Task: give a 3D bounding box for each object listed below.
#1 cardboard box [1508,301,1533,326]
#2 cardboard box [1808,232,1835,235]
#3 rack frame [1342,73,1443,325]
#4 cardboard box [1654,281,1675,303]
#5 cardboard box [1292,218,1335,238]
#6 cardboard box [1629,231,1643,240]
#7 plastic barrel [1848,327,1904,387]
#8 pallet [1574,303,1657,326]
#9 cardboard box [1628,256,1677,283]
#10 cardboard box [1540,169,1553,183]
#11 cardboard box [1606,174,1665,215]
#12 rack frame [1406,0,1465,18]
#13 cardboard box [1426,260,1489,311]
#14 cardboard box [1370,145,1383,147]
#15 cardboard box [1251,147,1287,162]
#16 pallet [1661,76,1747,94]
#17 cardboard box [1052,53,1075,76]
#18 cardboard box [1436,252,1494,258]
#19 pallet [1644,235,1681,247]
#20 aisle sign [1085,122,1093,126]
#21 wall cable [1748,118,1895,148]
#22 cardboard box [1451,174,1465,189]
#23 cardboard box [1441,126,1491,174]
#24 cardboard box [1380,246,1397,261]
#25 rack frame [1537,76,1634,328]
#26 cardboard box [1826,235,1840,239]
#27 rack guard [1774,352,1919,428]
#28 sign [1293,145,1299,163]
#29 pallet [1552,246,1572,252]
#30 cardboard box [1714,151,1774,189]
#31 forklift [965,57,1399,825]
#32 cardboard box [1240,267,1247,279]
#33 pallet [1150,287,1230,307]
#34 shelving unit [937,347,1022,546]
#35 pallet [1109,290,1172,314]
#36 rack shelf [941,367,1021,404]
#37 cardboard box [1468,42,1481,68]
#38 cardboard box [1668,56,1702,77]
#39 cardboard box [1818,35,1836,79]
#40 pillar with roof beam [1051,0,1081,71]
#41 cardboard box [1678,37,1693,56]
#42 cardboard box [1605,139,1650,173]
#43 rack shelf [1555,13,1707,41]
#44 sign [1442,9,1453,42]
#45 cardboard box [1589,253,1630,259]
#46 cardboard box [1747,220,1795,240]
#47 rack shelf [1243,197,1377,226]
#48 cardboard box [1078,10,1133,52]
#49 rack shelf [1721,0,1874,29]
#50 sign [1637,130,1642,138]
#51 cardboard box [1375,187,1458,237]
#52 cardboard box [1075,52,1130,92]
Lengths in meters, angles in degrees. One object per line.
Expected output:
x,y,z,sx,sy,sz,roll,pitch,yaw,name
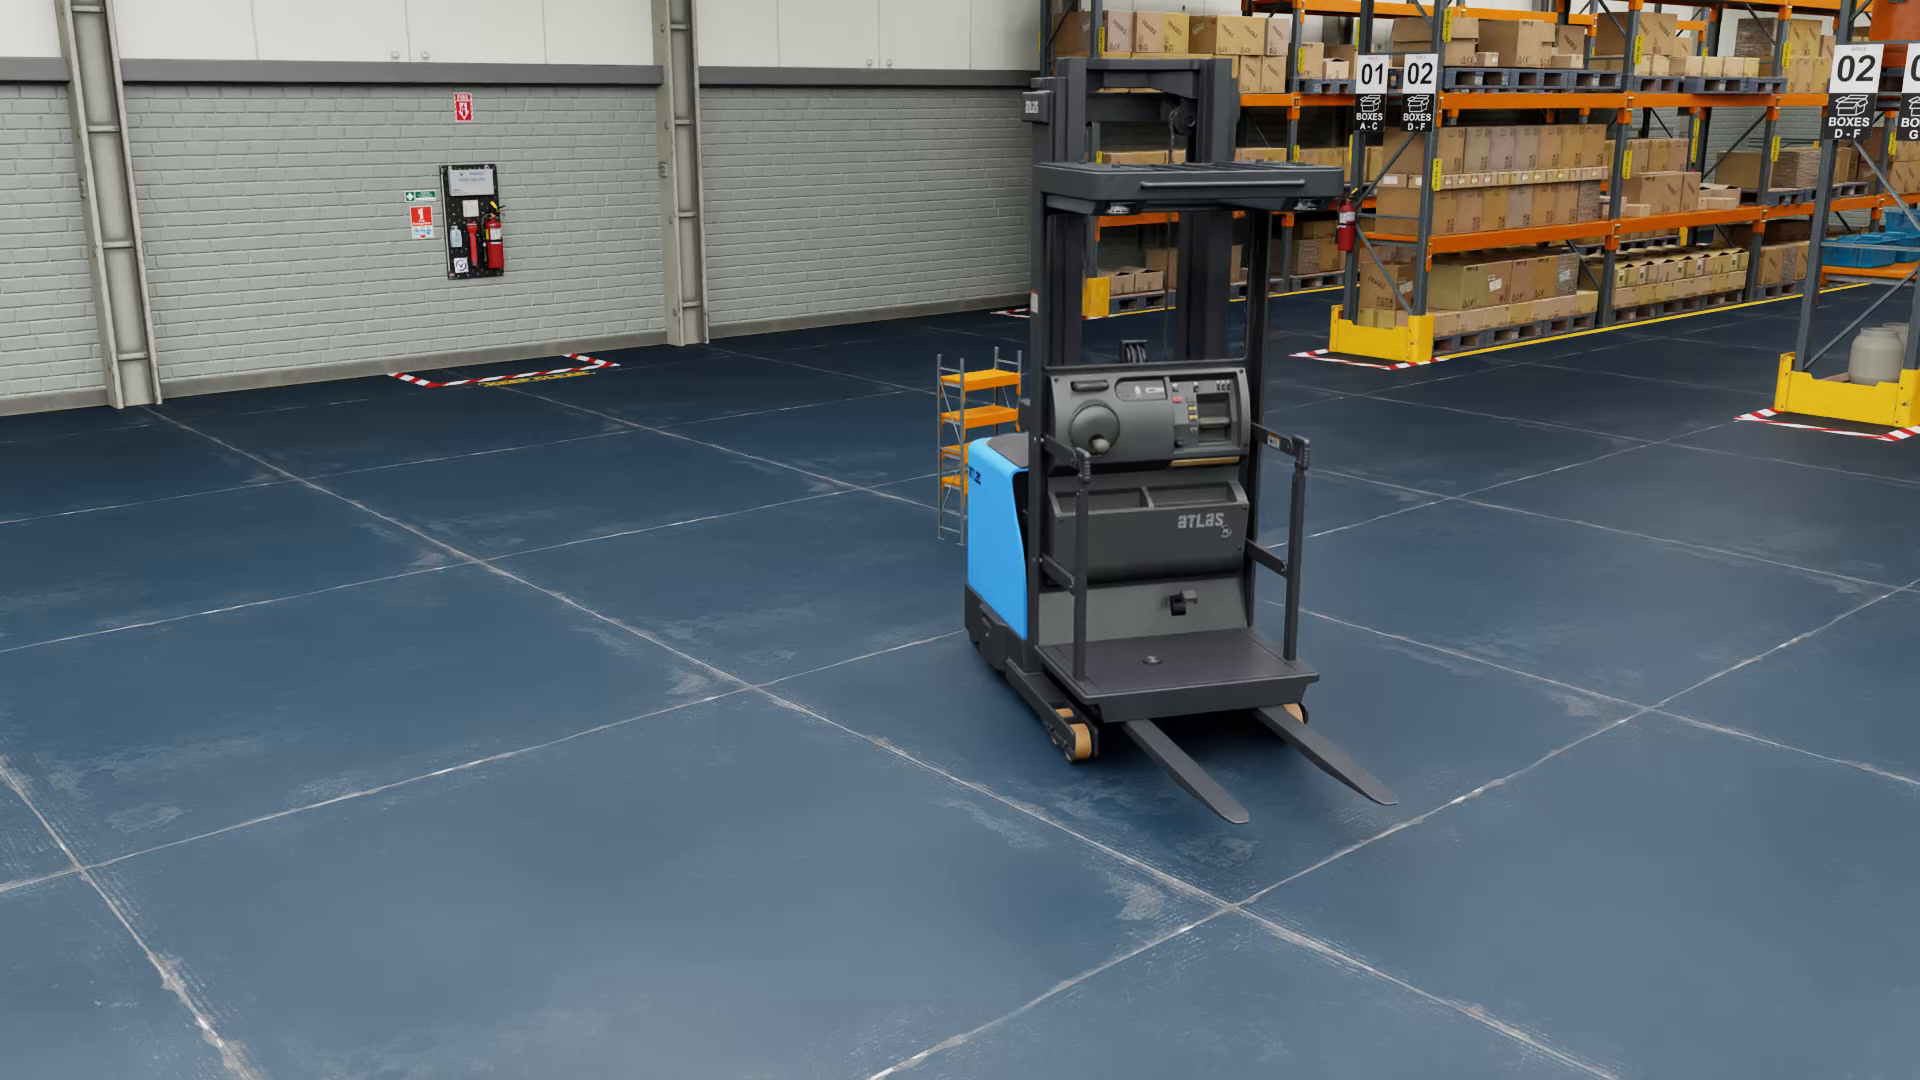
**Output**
6.344,-2.676,19.471,0.500,0.250,0.500,-13,19,-39,cardboard box
13.189,-4.504,25.789,0.500,0.500,0.500,-14,20,-42,cardboard box
4.661,-3.500,18.042,0.127,3.000,1.000,-13,19,-39,rack frame
8.921,-3.247,21.608,0.500,0.250,0.500,-13,20,-41,cardboard box
5.298,-4.712,25.116,0.500,0.250,0.500,-13,20,-41,cardboard box
12.257,-5.862,30.912,0.500,0.500,0.700,-13,20,-41,cardboard box
8.356,-1.663,15.169,0.421,0.512,0.421,0,15,0,plastic barrel
8.209,-2.963,21.434,1.213,0.211,1.003,-13,19,-39,pallet
8.924,-3.517,21.530,0.500,0.311,0.500,-14,20,-41,cardboard box
6.655,-4.237,19.349,0.250,0.149,0.380,-12,19,-38,cardboard box
8.666,-4.442,21.375,0.500,0.500,0.500,-11,18,-35,cardboard box
7.441,-8.718,25.949,0.127,3.000,1.000,-13,19,-39,rack frame
5.587,-2.870,18.742,0.500,0.500,0.500,-13,19,-39,cardboard box
6.689,-5.899,25.974,0.700,0.500,0.500,14,20,42,cardboard box
4.270,-5.301,23.582,0.500,0.500,0.500,-13,20,-39,cardboard box
9.401,-5.891,21.546,1.213,0.211,1.003,-12,19,-37,pallet
1.555,-6.091,21.697,0.500,0.500,0.500,-11,18,-35,cardboard box
5.993,-3.143,19.764,0.500,0.500,0.500,-13,19,-39,cardboard box
12.924,-5.677,31.593,1.213,0.211,1.003,-13,19,-39,pallet
1.549,-5.649,21.050,0.004,0.787,0.394,-13,19,-39,aisle sign
17.978,-9.461,34.750,0.112,2.526,3.097,-13,19,-39,wall cable
5.296,-3.932,18.207,0.250,0.149,0.380,-13,20,-41,cardboard box
5.454,-4.351,18.519,0.500,0.500,0.700,-13,20,-41,cardboard box
6.467,-4.627,26.253,0.500,0.500,0.700,-13,20,-39,cardboard box
7.678,-4.178,20.579,0.127,3.000,1.000,-13,19,-39,rack frame
13.151,-4.317,25.089,0.500,0.500,0.500,-13,19,-39,cardboard box
7.936,-1.350,14.834,0.348,0.500,1.175,-13,19,-39,rack guard
4.786,-5.456,23.684,0.005,0.325,0.100,-13,19,-39,sign
9.926,-5.004,29.076,1.213,0.211,1.003,-13,19,-39,pallet
11.097,-5.235,23.530,0.700,0.500,0.500,8,17,28,cardboard box
0.913,-0.572,7.210,1.130,2.935,3.031,-4,15,-15,forklift
4.040,-3.889,24.134,0.380,0.166,0.250,13,20,40,cardboard box
3.020,-3.466,23.317,1.213,0.211,1.003,-13,19,-39,pallet
0.125,-0.608,10.700,0.503,1.200,0.258,-13,19,-39,shelving unit
2.100,-3.260,22.547,1.213,0.211,1.003,-13,19,-39,pallet
0.125,-0.987,10.599,0.480,0.148,0.258,-13,19,-39,rack shelf
5.776,-5.518,18.869,0.500,0.311,0.500,-10,18,-33,cardboard box
9.161,-6.070,21.325,0.500,0.250,0.500,14,20,42,cardboard box
12.281,-6.984,24.072,0.600,0.600,0.600,-14,20,-41,cardboard box
4.192,-6.811,18.813,0.400,9.000,9.100,-13,19,-39,pillar with roof beam
13.103,-8.988,30.603,0.500,0.500,0.500,-13,20,-40,cardboard box
11.975,-6.978,30.481,0.700,0.700,0.980,-14,20,-42,cardboard box
11.968,-9.193,29.899,4.000,0.370,1.077,-13,19,-39,rack shelf
5.021,-5.301,17.123,0.005,0.325,0.100,-13,19,-39,sign
8.562,-3.621,21.922,0.500,0.311,0.500,-13,20,-40,cardboard box
12.056,-4.611,24.739,0.500,0.250,0.500,-13,20,-40,cardboard box
5.932,-5.133,25.548,4.000,0.370,1.077,-13,19,-39,rack shelf
1.856,-6.472,21.186,0.500,0.500,0.500,14,21,43,cardboard box
12.205,-7.552,23.754,4.000,0.370,1.077,-13,19,-39,rack shelf
13.117,-7.740,32.084,0.005,0.325,0.100,-13,19,-39,sign
5.021,-3.625,18.316,0.500,0.500,0.700,-13,19,-39,cardboard box
1.823,-5.979,21.277,0.500,0.500,0.500,-12,19,-38,cardboard box
